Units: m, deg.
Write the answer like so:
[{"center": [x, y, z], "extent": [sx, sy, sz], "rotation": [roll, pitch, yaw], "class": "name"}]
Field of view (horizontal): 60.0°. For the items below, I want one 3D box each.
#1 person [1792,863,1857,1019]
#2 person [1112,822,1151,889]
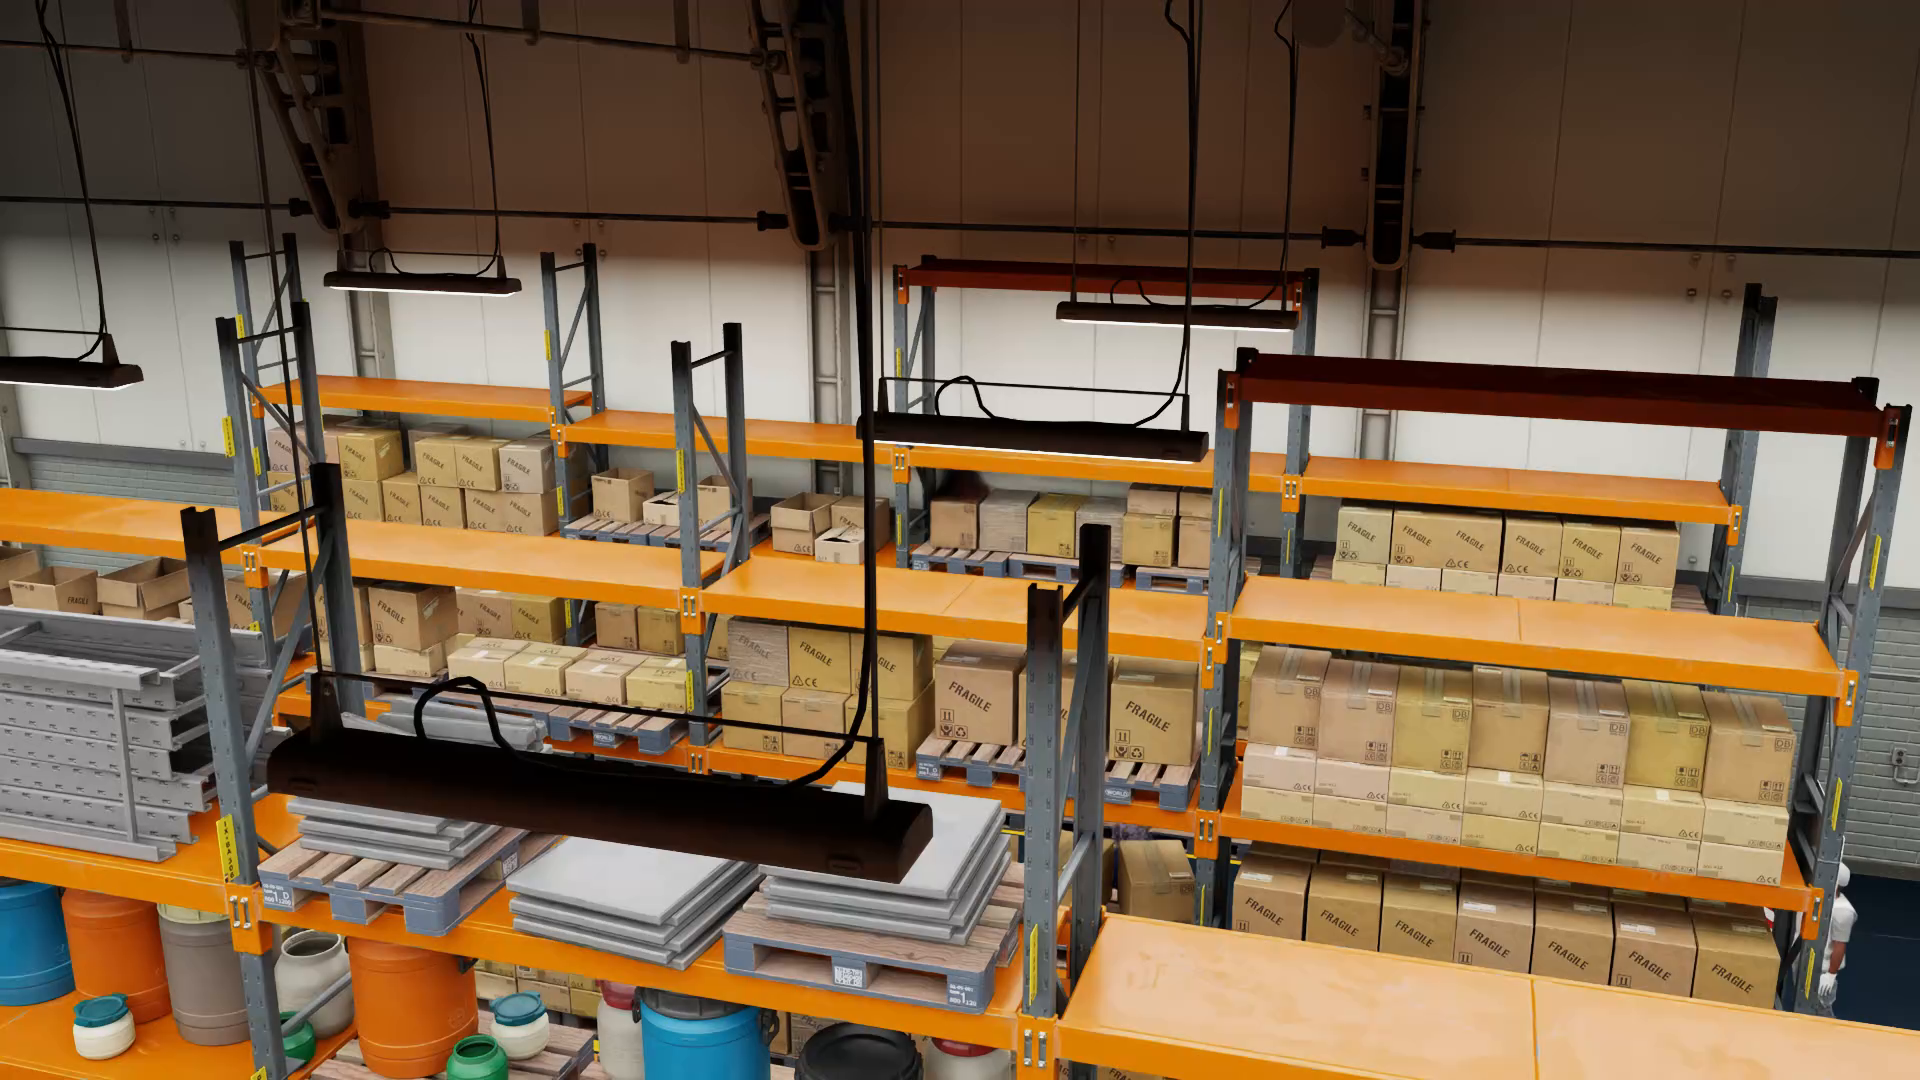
[{"center": [7.029, 3.448, 13.572], "extent": [0.416, 1.796, 0.581], "rotation": [-3, 16, -9], "class": "person"}, {"center": [1.566, 2.929, 15.179], "extent": [0.936, 1.597, 0.558], "rotation": [6, 17, 20], "class": "person"}]
